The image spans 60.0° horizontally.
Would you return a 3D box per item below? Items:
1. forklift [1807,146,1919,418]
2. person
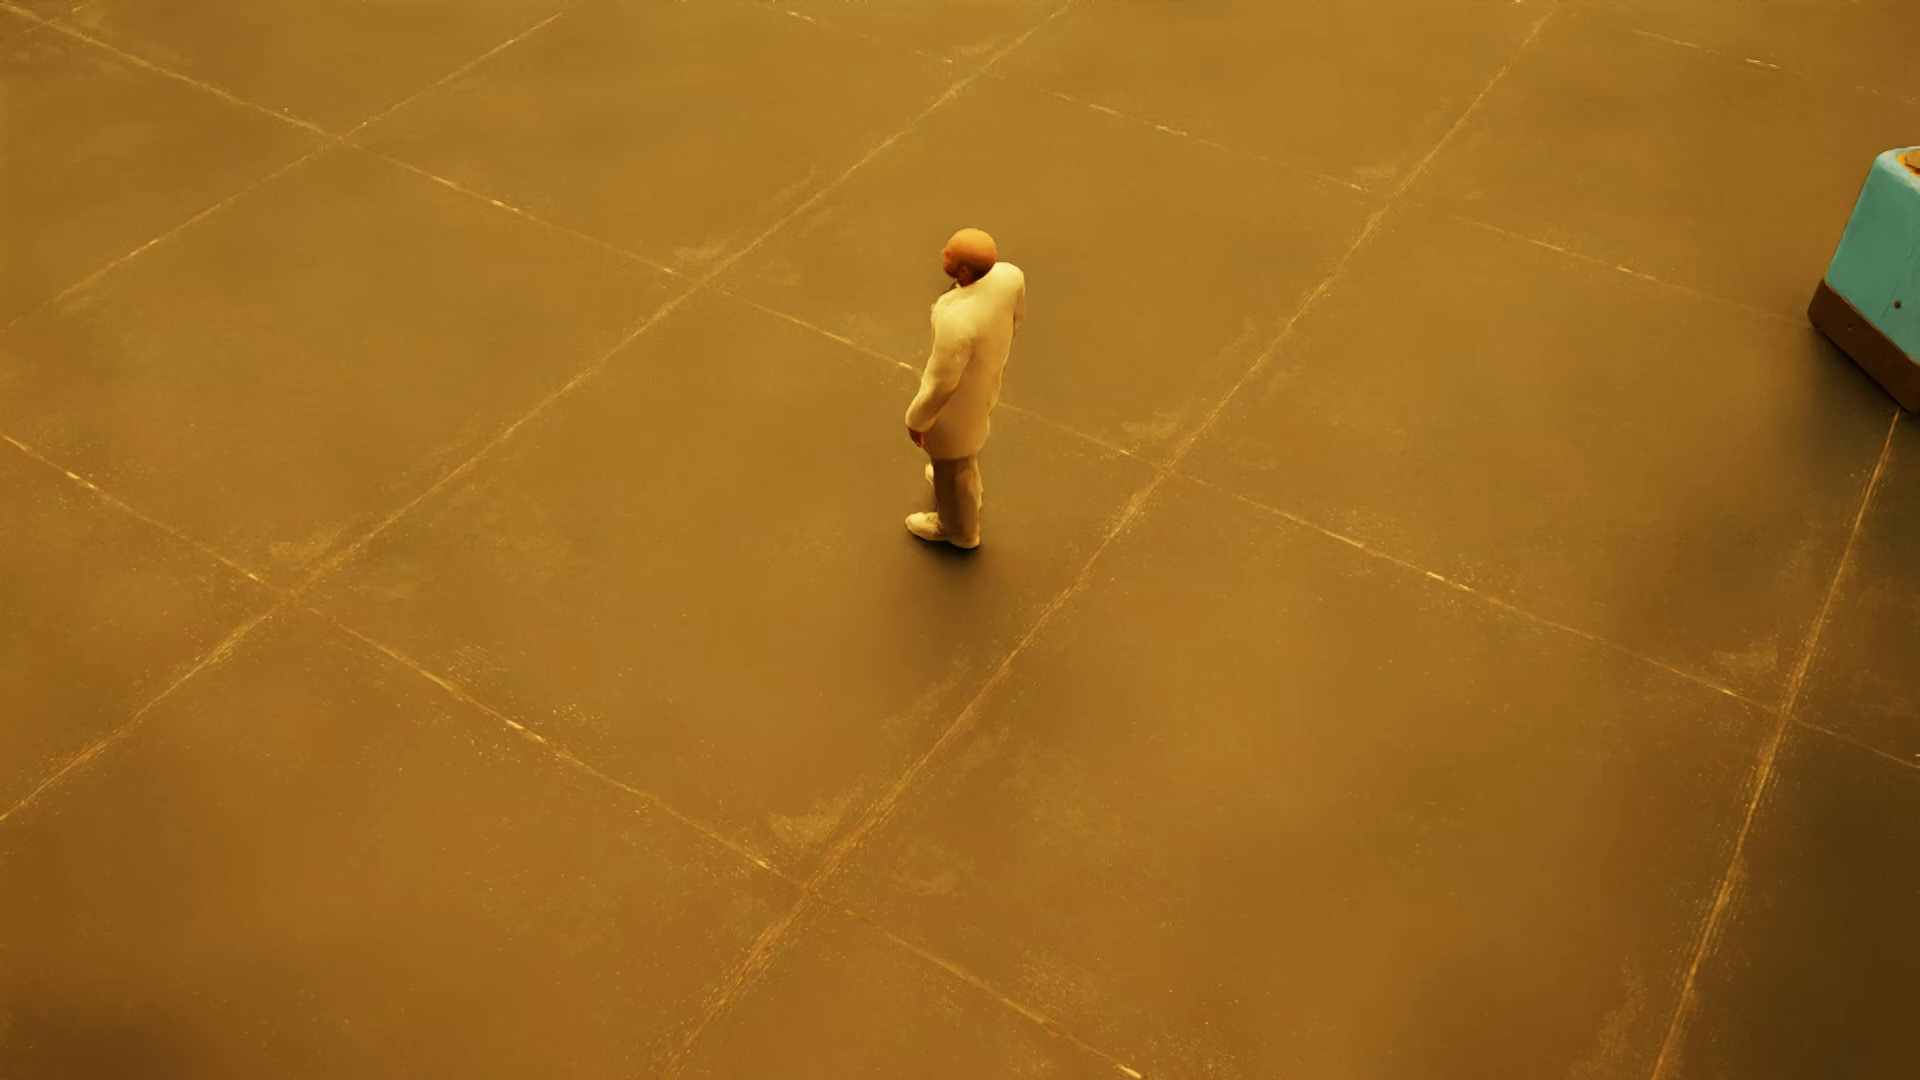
[{"bbox_3d":[6.254,-2.210,8.179,3.031,2.935,1.130,-10,44,-10],"label":"forklift"},{"bbox_3d":[-0.072,-0.687,7.399,0.586,1.775,0.694,24,48,23],"label":"person"}]
